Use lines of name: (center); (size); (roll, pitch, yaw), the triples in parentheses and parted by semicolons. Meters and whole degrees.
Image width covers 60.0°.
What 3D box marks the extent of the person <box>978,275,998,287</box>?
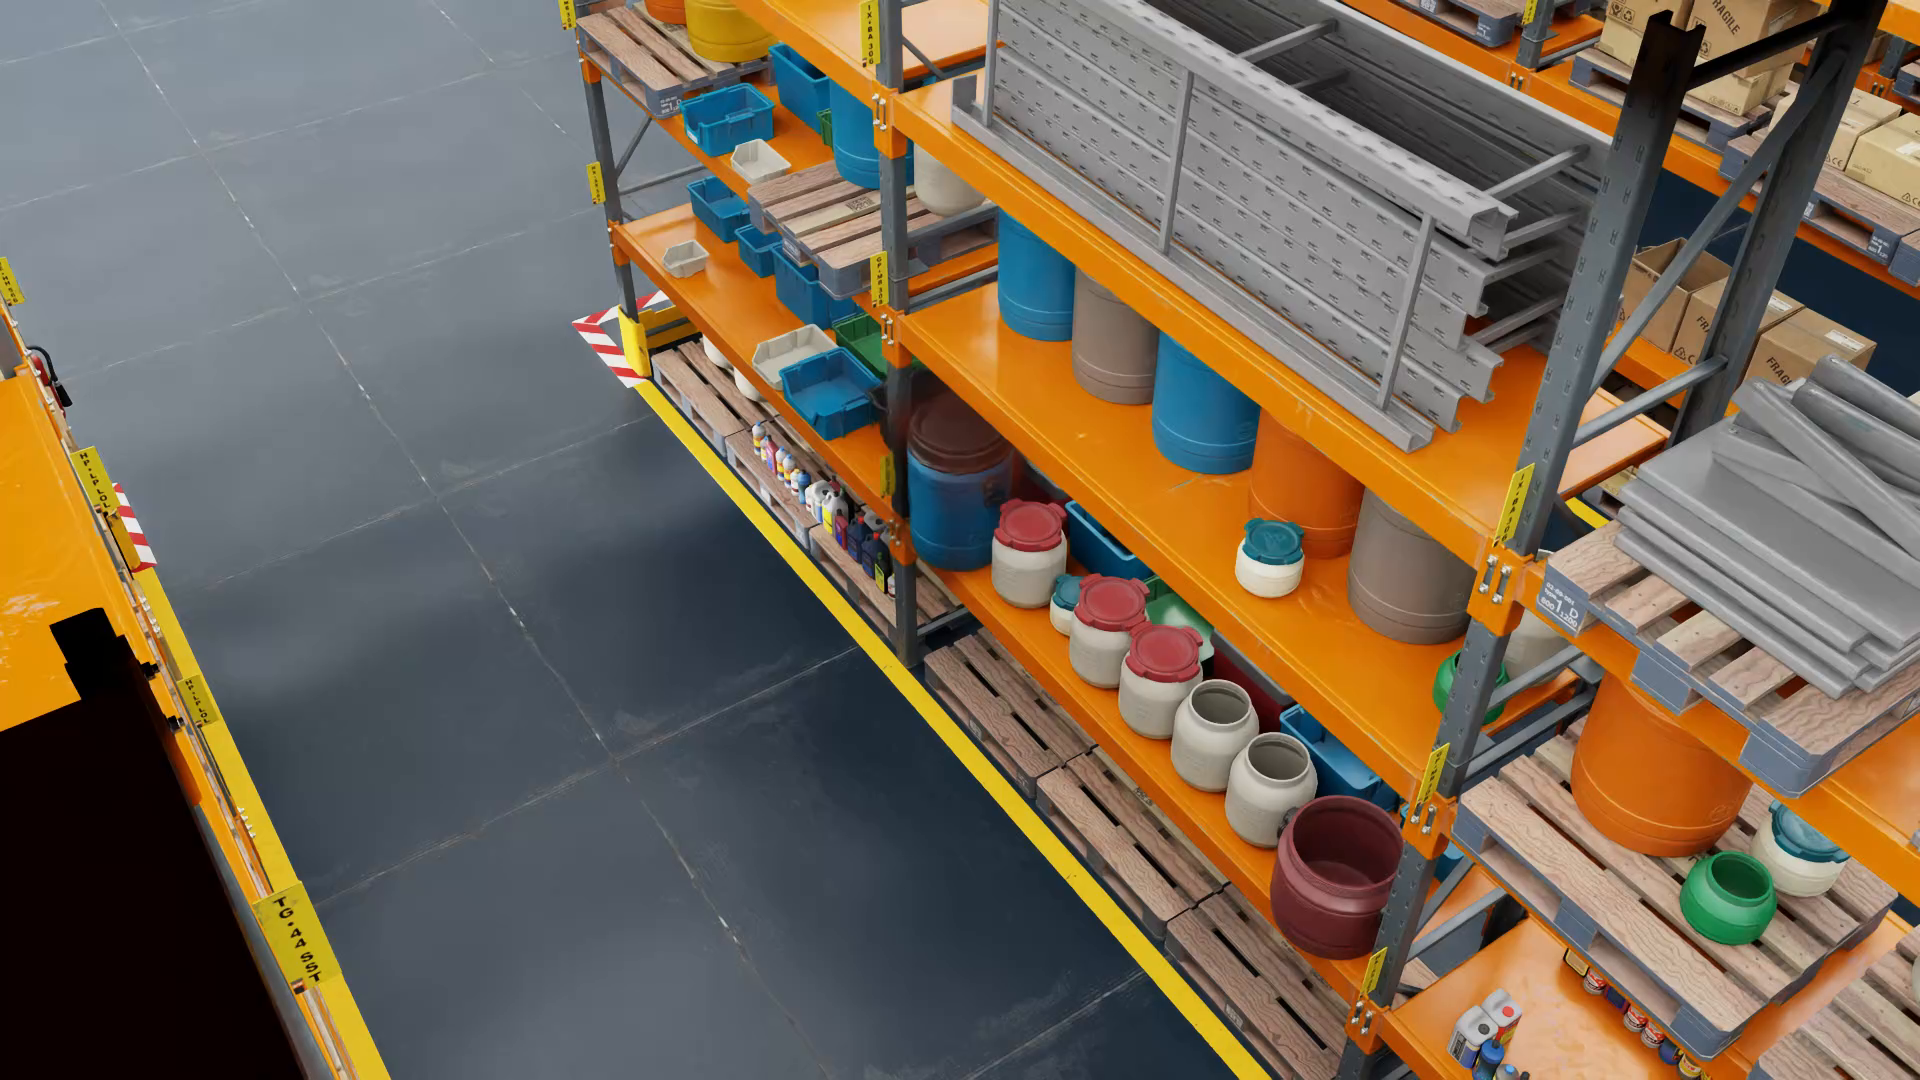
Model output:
person: (0.334, -1.944, 12.432); (0.891, 1.602, 0.479); (30, 50, 28)
